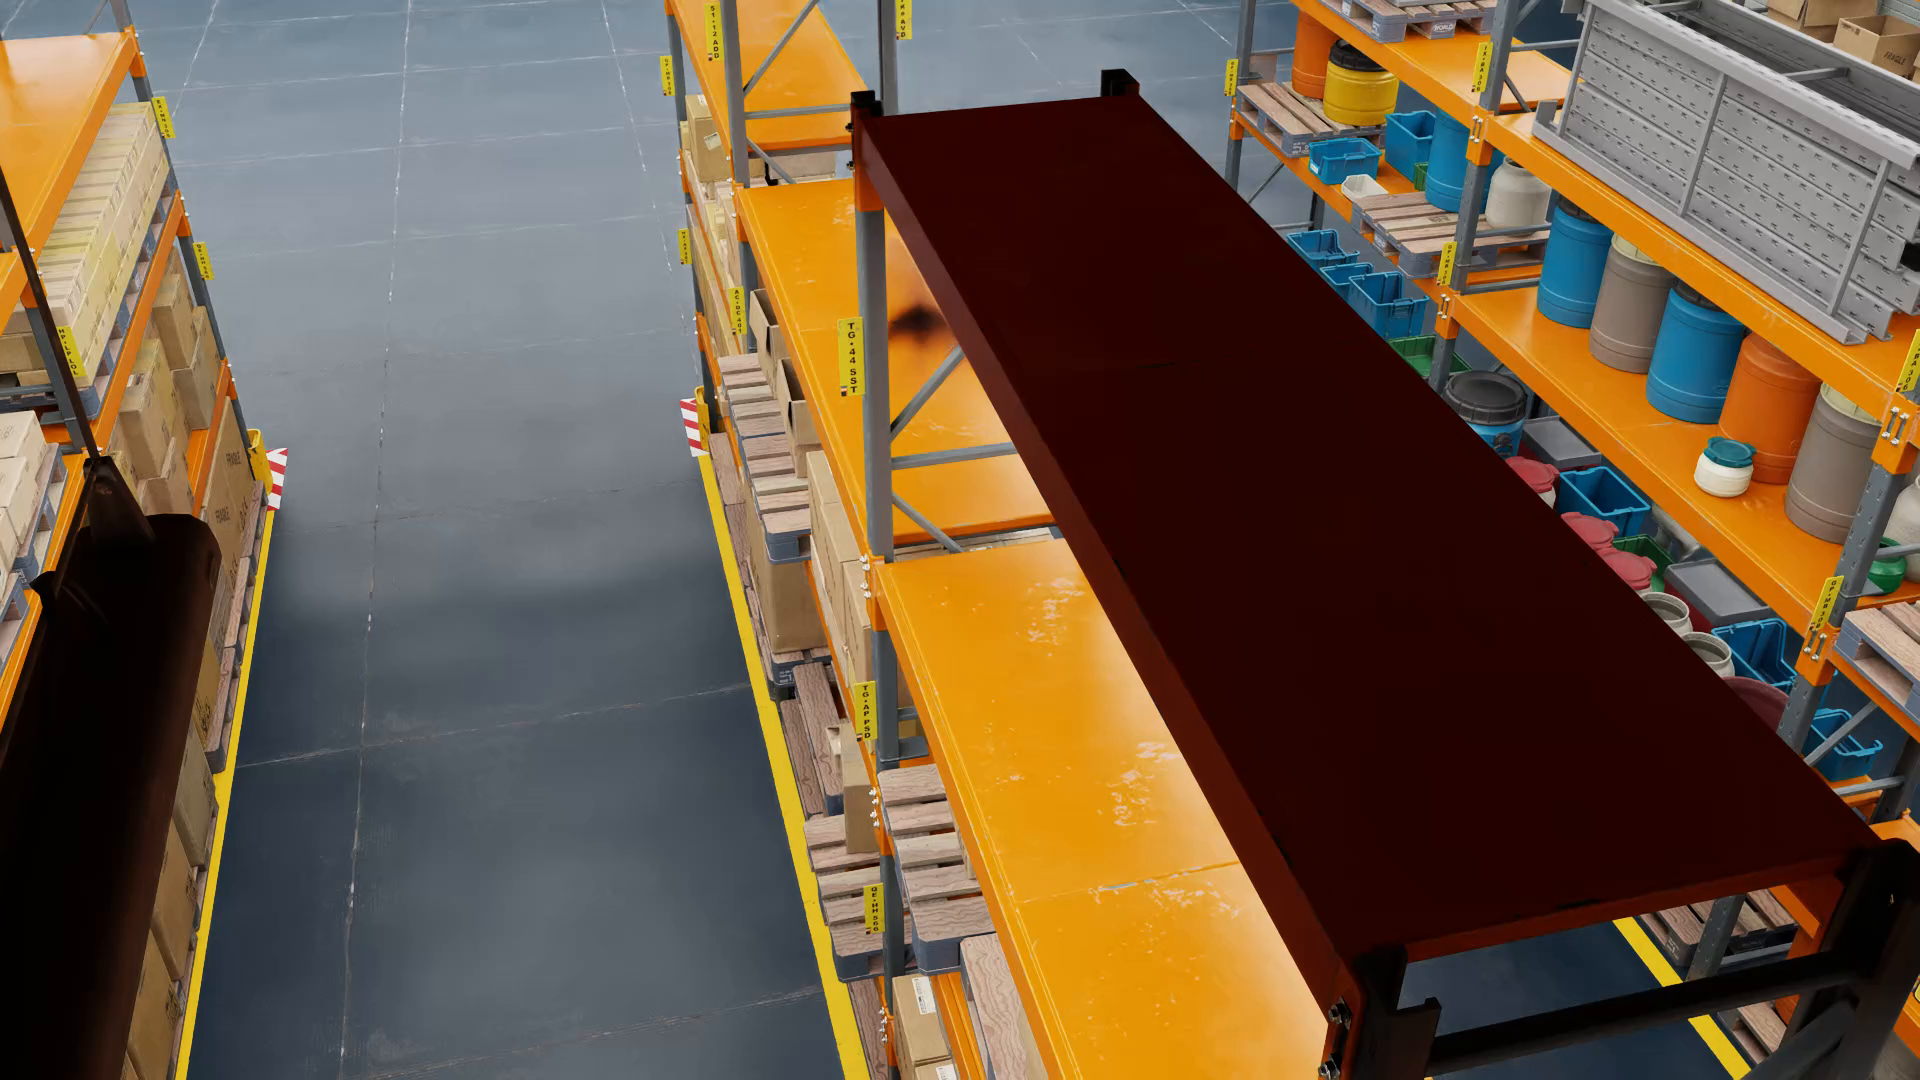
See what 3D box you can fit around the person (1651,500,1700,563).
[{"bbox_3d":[5.930,-0.539,13.414,0.587,1.666,0.601,-16,38,-22],"label":"person"}]
